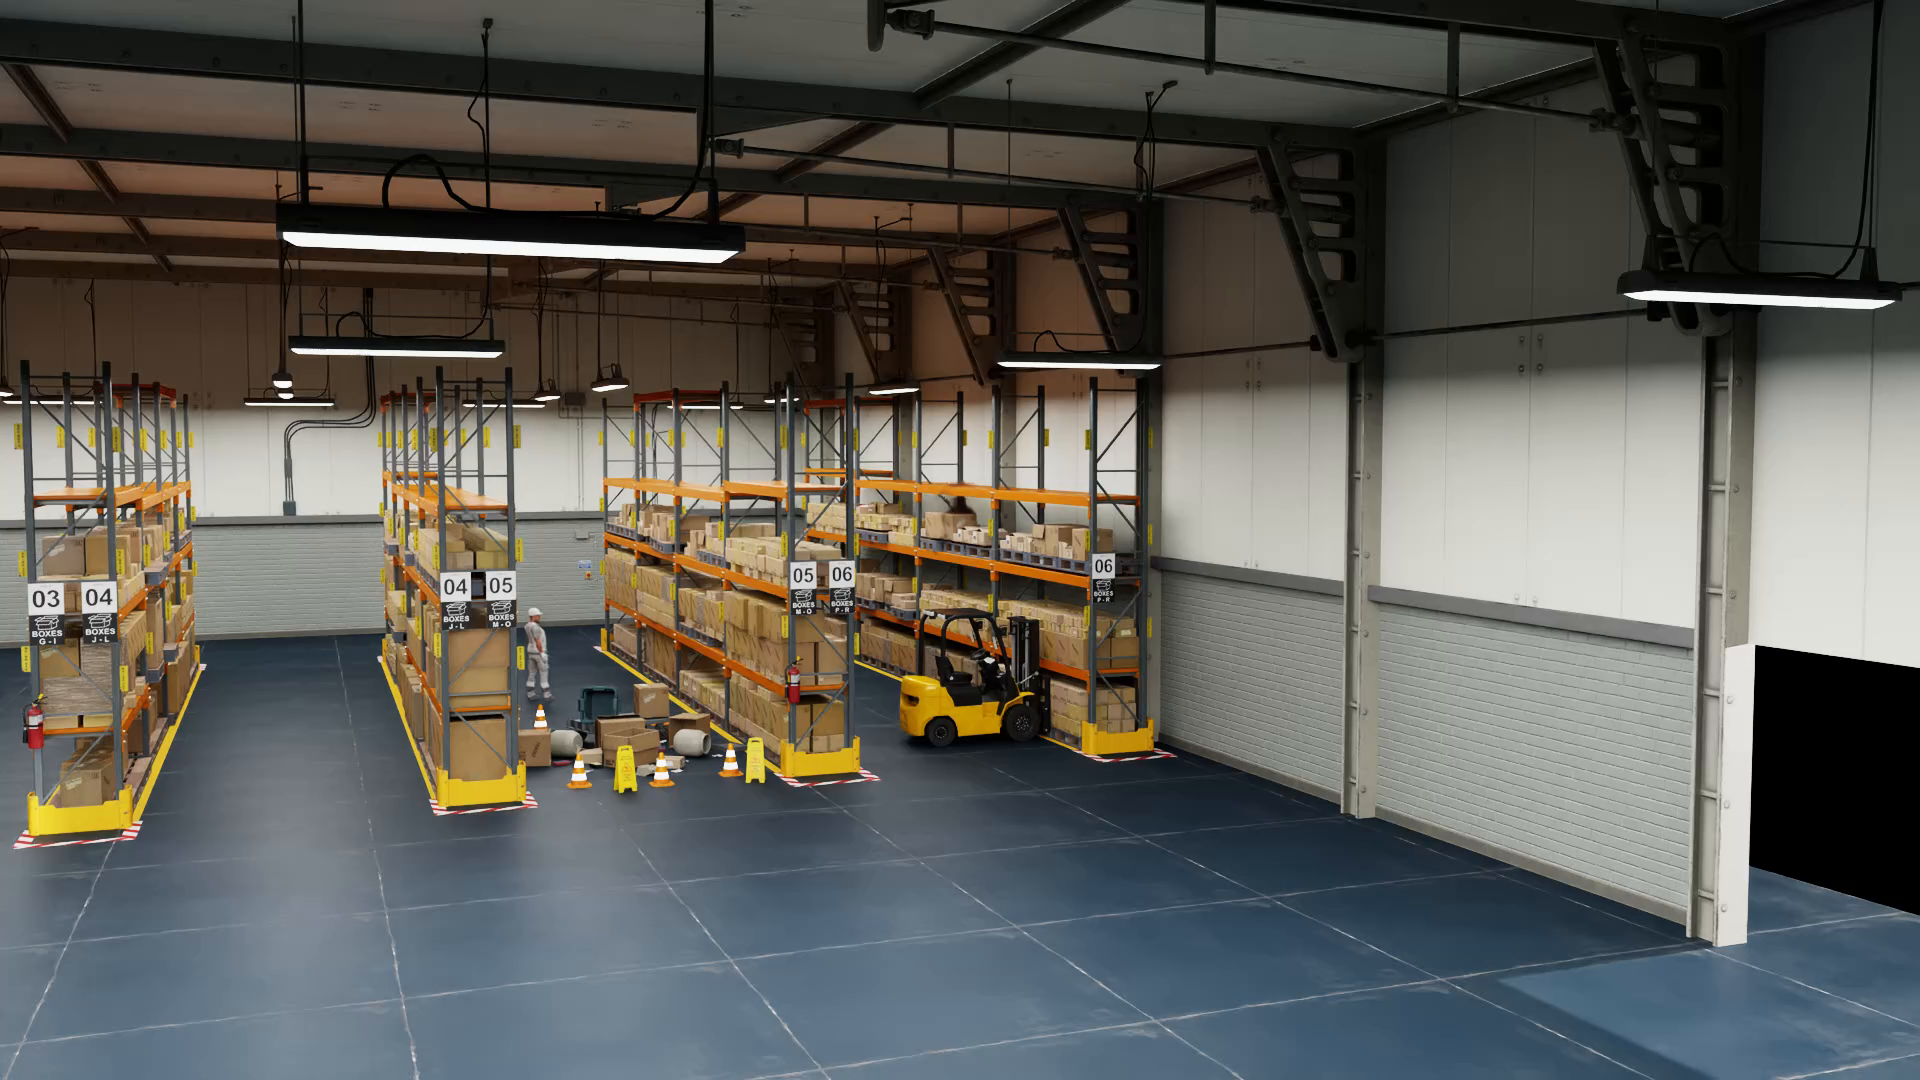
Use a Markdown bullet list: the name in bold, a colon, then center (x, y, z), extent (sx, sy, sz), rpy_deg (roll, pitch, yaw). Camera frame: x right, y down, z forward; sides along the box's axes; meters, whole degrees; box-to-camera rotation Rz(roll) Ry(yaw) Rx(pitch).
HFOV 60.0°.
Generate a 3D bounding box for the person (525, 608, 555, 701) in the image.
- **person**: center (-8.072, 2.188, 31.879), extent (0.624, 1.784, 0.486), rpy_deg (3, 4, 39)
